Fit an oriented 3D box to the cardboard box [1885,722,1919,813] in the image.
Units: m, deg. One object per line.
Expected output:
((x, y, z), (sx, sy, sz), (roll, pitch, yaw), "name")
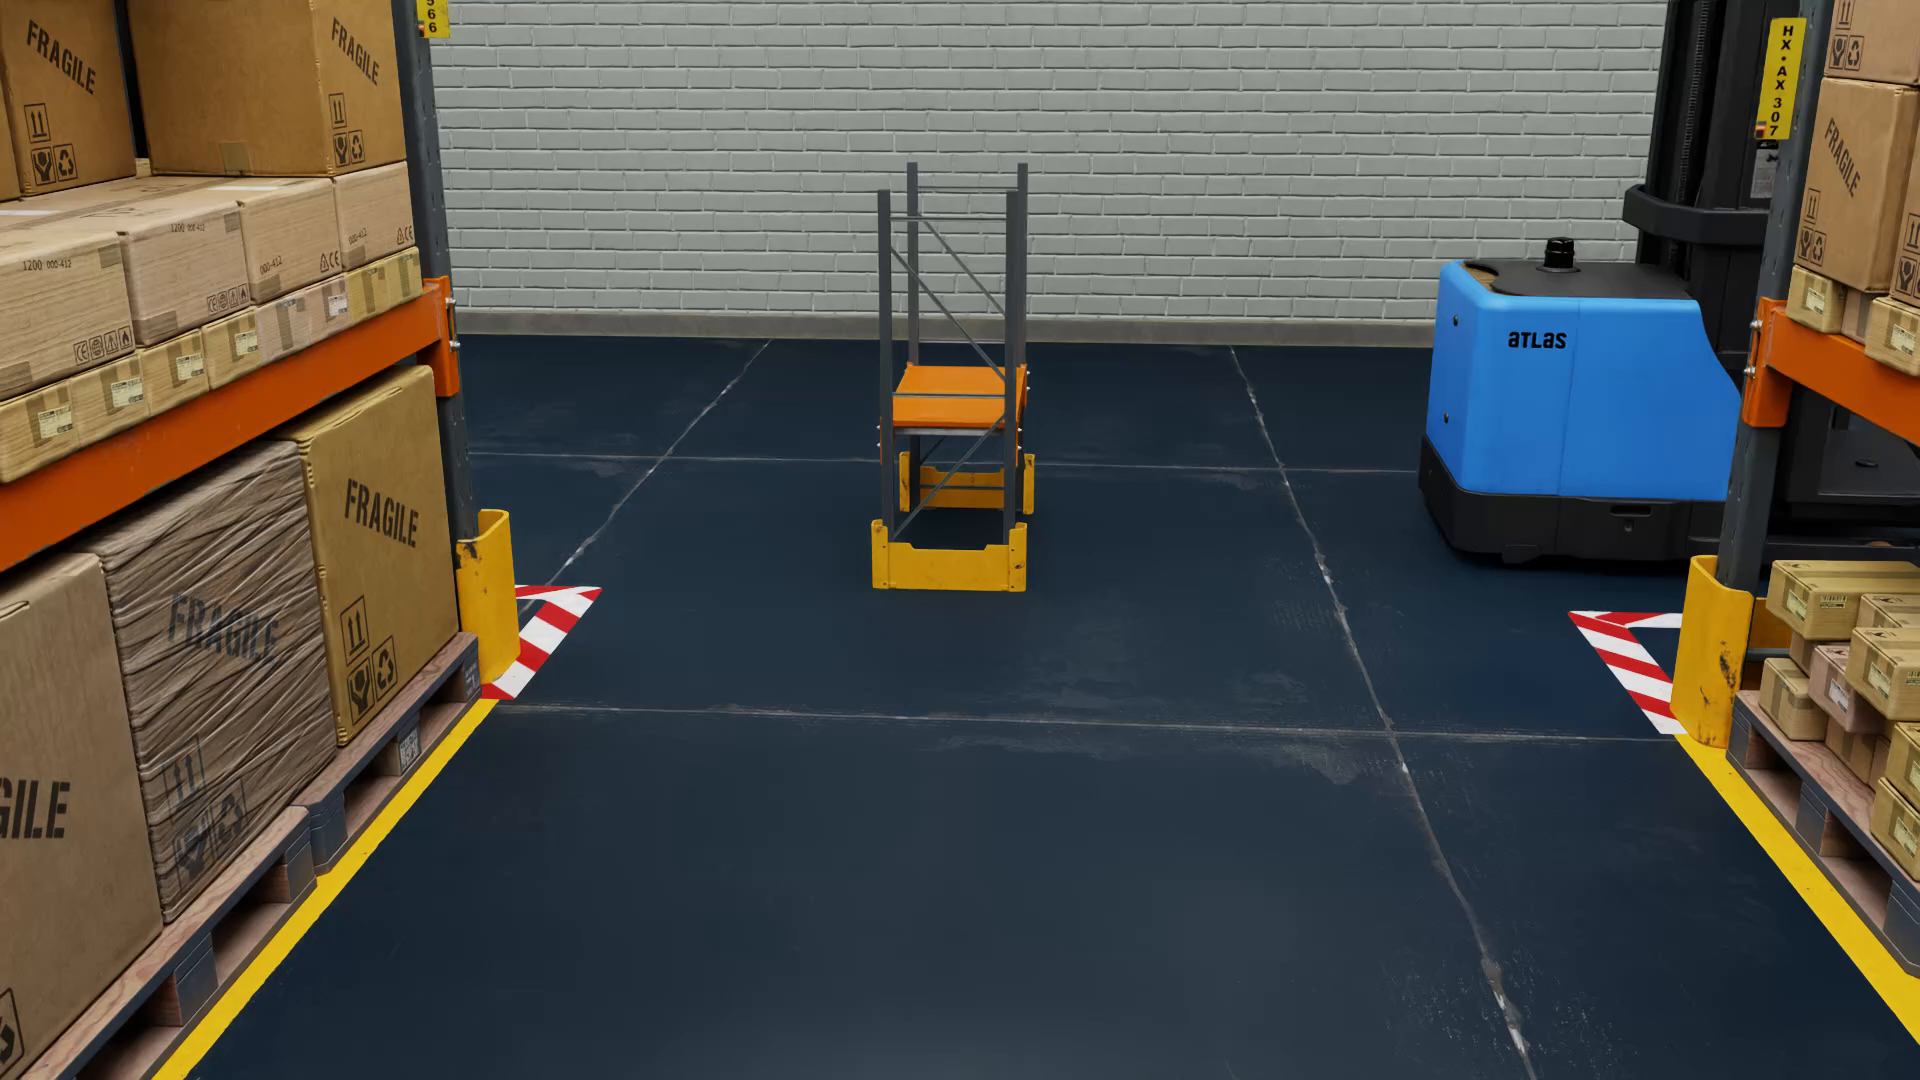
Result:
((2.408, 0.548, 3.861), (0.380, 0.149, 0.250), (2, 18, 6), "cardboard box")

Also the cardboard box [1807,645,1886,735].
((2.464, 0.392, 4.335), (0.380, 0.149, 0.250), (1, 18, 4), "cardboard box")

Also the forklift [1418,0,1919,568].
((3.510, -1.388, 6.453), (3.031, 2.935, 1.130), (2, 18, 6), "forklift")

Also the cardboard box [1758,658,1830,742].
((2.476, 0.449, 4.641), (0.380, 0.149, 0.250), (2, 18, 5), "cardboard box")

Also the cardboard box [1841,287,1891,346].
((2.506, -0.570, 4.248), (0.380, 0.149, 0.250), (2, 18, 6), "cardboard box")

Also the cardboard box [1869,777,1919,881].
((2.401, 0.686, 3.917), (0.380, 0.149, 0.250), (2, 18, 5), "cardboard box")

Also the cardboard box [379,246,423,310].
((-1.804, -0.767, 4.850), (0.380, 0.149, 0.250), (2, 18, 5), "cardboard box")

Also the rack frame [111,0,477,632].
((-2.107, -1.004, 5.171), (1.000, 3.000, 0.127), (1, 18, 4), "rack frame")

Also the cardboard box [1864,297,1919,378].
((2.434, -0.487, 3.996), (0.380, 0.149, 0.250), (1, 18, 2), "cardboard box")

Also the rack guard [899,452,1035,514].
((0.030, -0.250, 7.284), (0.587, 0.250, 0.087), (1, 18, 4), "rack guard")

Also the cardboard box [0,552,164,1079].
((-2.202, 0.565, 3.118), (0.875, 0.875, 0.875), (1, 18, 4), "cardboard box")

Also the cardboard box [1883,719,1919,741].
((2.534, 0.470, 4.097), (0.380, 0.149, 0.250), (2, 18, 5), "cardboard box")

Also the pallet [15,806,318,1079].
((-2.176, 0.949, 3.689), (1.003, 0.211, 1.213), (1, 18, 4), "pallet")

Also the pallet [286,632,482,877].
((-2.086, 0.571, 4.842), (1.003, 0.211, 1.213), (1, 18, 4), "pallet")

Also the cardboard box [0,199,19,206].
((-2.481, -0.614, 3.742), (0.500, 0.250, 0.500), (1, 18, 2), "cardboard box")

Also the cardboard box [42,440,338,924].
((-2.138, 0.289, 3.962), (0.875, 0.875, 0.875), (1, 18, 4), "cardboard box")

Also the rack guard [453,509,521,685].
((-2.105, 0.176, 5.583), (1.175, 0.500, 0.348), (1, 18, 4), "rack guard")

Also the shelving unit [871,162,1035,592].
((-0.005, -0.689, 6.617), (0.587, 1.500, 1.083), (1, 18, 4), "shelving unit")

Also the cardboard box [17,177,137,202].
((-2.441, -0.770, 4.218), (0.500, 0.250, 0.500), (1, 18, 3), "cardboard box")

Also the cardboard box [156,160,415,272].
((-1.877, -0.918, 4.671), (0.500, 0.250, 0.500), (1, 18, 3), "cardboard box")

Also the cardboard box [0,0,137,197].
((-2.446, -1.132, 4.121), (0.500, 0.500, 0.500), (1, 18, 3), "cardboard box")

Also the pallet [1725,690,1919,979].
((2.734, 0.738, 4.332), (1.003, 0.211, 1.213), (1, 18, 4), "pallet")

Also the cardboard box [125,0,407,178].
((-1.879, -1.274, 4.551), (0.500, 0.500, 0.500), (2, 18, 5), "cardboard box")

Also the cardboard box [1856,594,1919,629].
((2.557, 0.254, 4.280), (0.380, 0.149, 0.250), (2, 18, 5), "cardboard box")

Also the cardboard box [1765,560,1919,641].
((2.457, 0.165, 4.550), (0.380, 0.149, 0.250), (0, 18, 1), "cardboard box")

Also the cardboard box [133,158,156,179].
((-2.410, -0.931, 4.711), (0.500, 0.250, 0.500), (1, 18, 2), "cardboard box")

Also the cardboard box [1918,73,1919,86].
((2.507, -1.236, 3.633), (0.500, 0.500, 0.500), (2, 18, 6), "cardboard box")

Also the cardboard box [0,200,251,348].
((-1.950, -0.602, 3.707), (0.500, 0.250, 0.500), (1, 18, 2), "cardboard box")

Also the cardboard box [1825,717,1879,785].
((2.539, 0.532, 4.387), (0.380, 0.149, 0.250), (1, 18, 4), "cardboard box")

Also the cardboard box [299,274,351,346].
((-1.840, -0.608, 4.364), (0.380, 0.149, 0.250), (1, 18, 4), "cardboard box")

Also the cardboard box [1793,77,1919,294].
((2.526, -0.918, 4.269), (0.500, 0.500, 0.500), (2, 18, 7), "cardboard box")

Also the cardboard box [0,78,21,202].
((-2.477, -0.971, 3.629), (0.500, 0.500, 0.500), (1, 18, 2), "cardboard box")

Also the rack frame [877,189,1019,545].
((-0.043, -0.528, 6.127), (0.500, 1.500, 0.032), (1, 18, 4), "rack frame")

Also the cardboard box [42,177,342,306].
((-1.914, -0.760, 4.190), (0.500, 0.250, 0.500), (1, 18, 3), "cardboard box")

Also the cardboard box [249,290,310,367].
((-1.859, -0.530, 4.128), (0.380, 0.149, 0.250), (2, 18, 5), "cardboard box")

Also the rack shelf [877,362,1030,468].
((-0.006, -0.515, 6.665), (0.538, 0.185, 1.000), (1, 18, 4), "rack shelf")

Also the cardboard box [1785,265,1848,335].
((2.483, -0.650, 4.492), (0.380, 0.149, 0.250), (1, 18, 3), "cardboard box")

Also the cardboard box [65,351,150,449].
((-1.914, -0.292, 3.401), (0.380, 0.149, 0.250), (2, 18, 5), "cardboard box")

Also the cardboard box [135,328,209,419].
((-1.894, -0.369, 3.636), (0.380, 0.149, 0.250), (1, 18, 4), "cardboard box")

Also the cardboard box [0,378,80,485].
((-1.930, -0.211, 3.154), (0.380, 0.149, 0.250), (1, 18, 2), "cardboard box")

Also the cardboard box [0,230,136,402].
((-1.983, -0.441, 3.213), (0.500, 0.250, 0.500), (1, 18, 4), "cardboard box")

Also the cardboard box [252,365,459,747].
((-2.073, 0.006, 4.824), (0.875, 0.875, 0.875), (1, 18, 4), "cardboard box")

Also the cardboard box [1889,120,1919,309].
((2.513, -0.751, 3.760), (0.500, 0.500, 0.500), (1, 18, 4), "cardboard box")

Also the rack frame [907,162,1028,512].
((0.030, -0.844, 7.090), (0.500, 1.500, 0.032), (1, 18, 4), "rack frame")

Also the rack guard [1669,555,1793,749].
((2.828, 0.349, 5.054), (1.175, 0.500, 0.348), (1, 18, 4), "rack guard")

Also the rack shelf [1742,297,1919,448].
((2.690, 0.101, 2.954), (1.077, 0.370, 4.000), (1, 18, 4), "rack shelf")

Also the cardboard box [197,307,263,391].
((-1.876, -0.450, 3.882), (0.380, 0.149, 0.250), (1, 18, 3), "cardboard box")

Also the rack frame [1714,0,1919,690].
((2.833, -0.862, 4.737), (1.000, 3.000, 0.127), (1, 18, 4), "rack frame")

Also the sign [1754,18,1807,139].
((2.292, -1.286, 4.639), (0.100, 0.325, 0.005), (1, 18, 4), "sign")

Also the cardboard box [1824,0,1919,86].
((2.536, -1.393, 4.112), (0.500, 0.500, 0.500), (1, 18, 4), "cardboard box")

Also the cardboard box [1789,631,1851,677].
((2.540, 0.309, 4.590), (0.380, 0.149, 0.250), (2, 18, 6), "cardboard box")

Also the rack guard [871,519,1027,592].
((-0.041, 0.060, 6.340), (0.587, 0.250, 0.087), (1, 18, 4), "rack guard")

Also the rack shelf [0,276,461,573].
((-2.250, -0.041, 3.387), (1.077, 0.370, 4.000), (1, 18, 4), "rack shelf")

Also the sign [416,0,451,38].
((-1.566, -1.651, 4.904), (0.100, 0.325, 0.005), (1, 18, 4), "sign")

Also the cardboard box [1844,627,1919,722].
((2.411, 0.329, 4.050), (0.380, 0.149, 0.250), (1, 18, 4), "cardboard box")

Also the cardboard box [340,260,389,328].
((-1.821, -0.686, 4.604), (0.380, 0.149, 0.250), (1, 18, 4), "cardboard box")

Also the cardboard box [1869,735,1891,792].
((2.528, 0.609, 4.151), (0.380, 0.149, 0.250), (1, 18, 5), "cardboard box")
